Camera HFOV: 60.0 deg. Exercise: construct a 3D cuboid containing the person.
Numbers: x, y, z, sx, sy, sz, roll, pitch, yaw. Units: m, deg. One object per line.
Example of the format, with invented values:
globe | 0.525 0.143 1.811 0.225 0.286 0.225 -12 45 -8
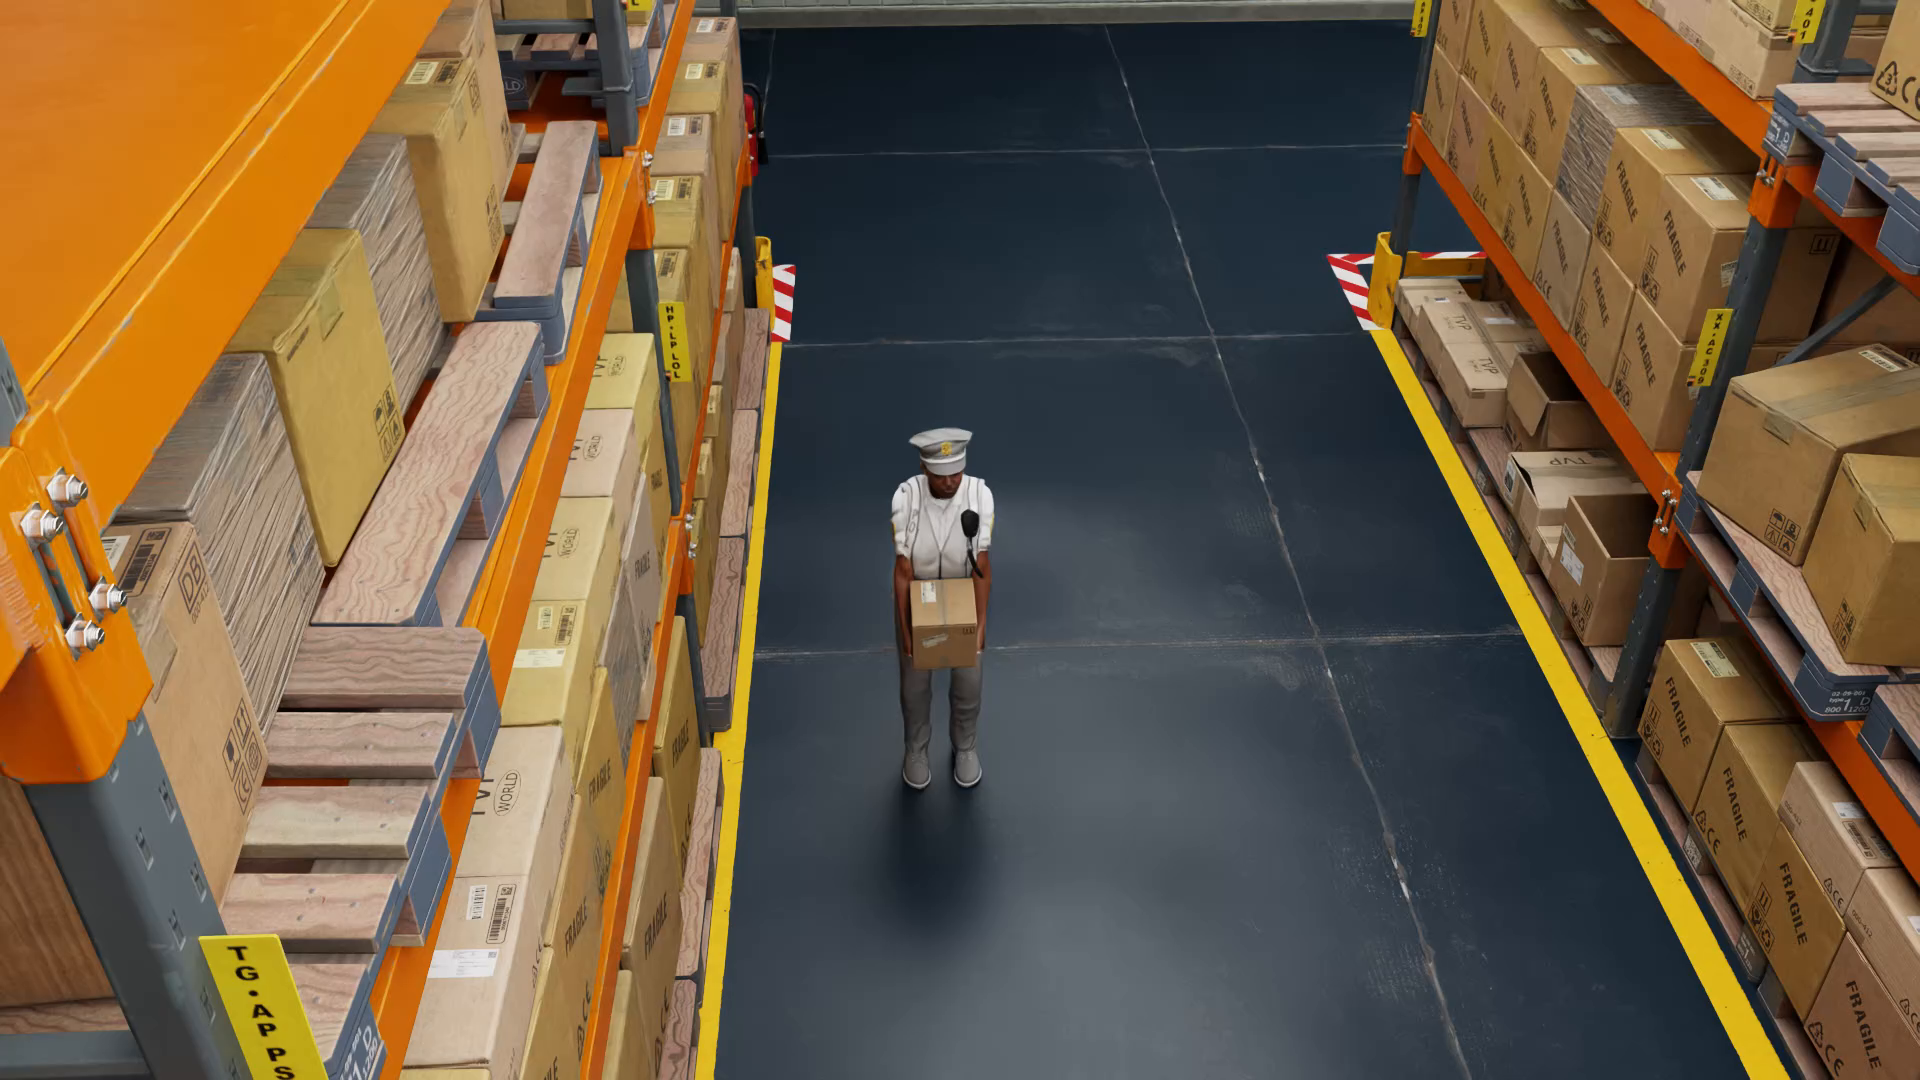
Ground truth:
person | -0.067 0.298 6.716 0.416 1.685 0.530 -2 36 -3
